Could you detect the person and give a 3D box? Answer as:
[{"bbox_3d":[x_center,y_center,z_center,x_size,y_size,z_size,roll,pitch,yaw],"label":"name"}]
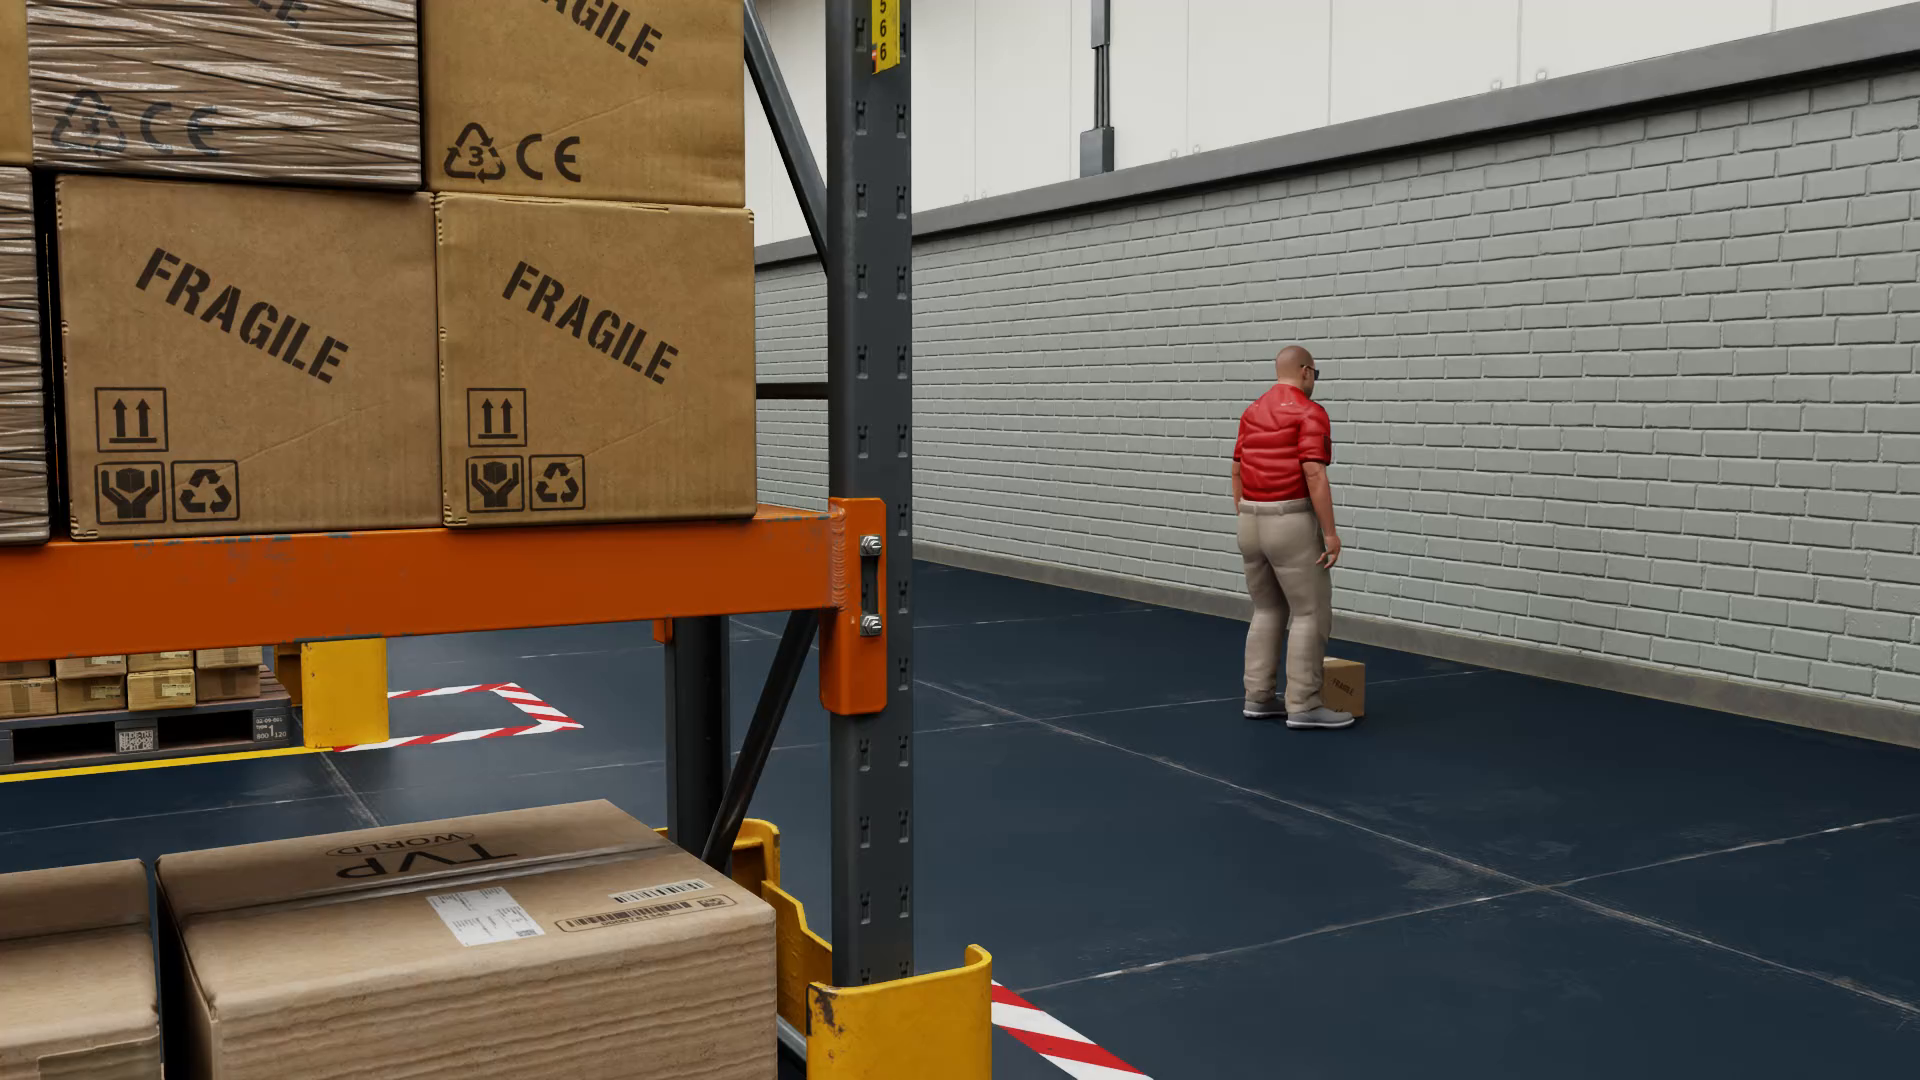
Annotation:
[{"bbox_3d":[1.500,-0.026,7.628,0.394,1.726,0.604,-3,6,-32],"label":"person"}]
